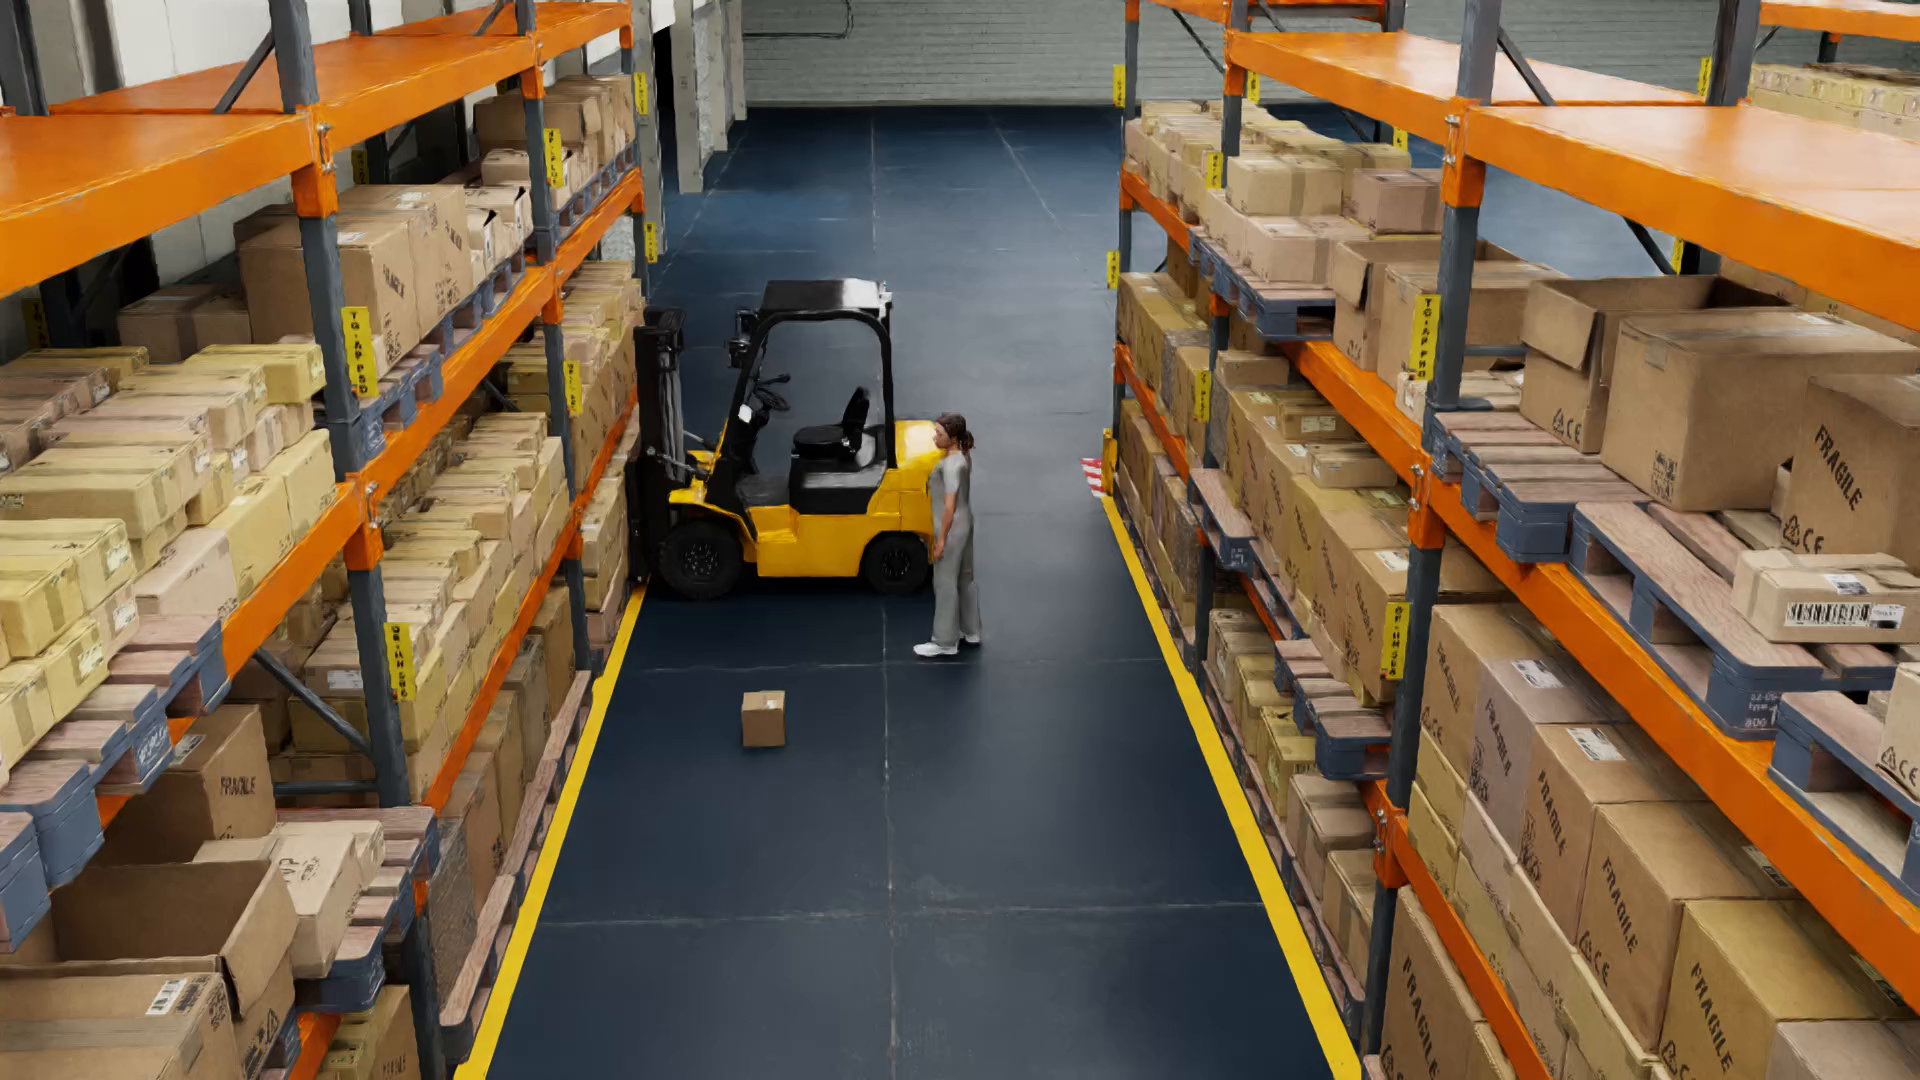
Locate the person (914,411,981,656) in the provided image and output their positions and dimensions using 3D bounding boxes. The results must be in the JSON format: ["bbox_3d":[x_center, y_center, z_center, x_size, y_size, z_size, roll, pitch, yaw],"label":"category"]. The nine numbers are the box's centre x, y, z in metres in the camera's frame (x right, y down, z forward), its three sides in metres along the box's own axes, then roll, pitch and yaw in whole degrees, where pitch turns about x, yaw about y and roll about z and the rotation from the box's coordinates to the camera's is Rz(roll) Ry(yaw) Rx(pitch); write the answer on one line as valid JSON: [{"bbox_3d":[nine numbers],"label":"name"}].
[{"bbox_3d":[-0.074,-0.058,11.166,0.412,1.674,0.537,4,21,11],"label":"person"}]
